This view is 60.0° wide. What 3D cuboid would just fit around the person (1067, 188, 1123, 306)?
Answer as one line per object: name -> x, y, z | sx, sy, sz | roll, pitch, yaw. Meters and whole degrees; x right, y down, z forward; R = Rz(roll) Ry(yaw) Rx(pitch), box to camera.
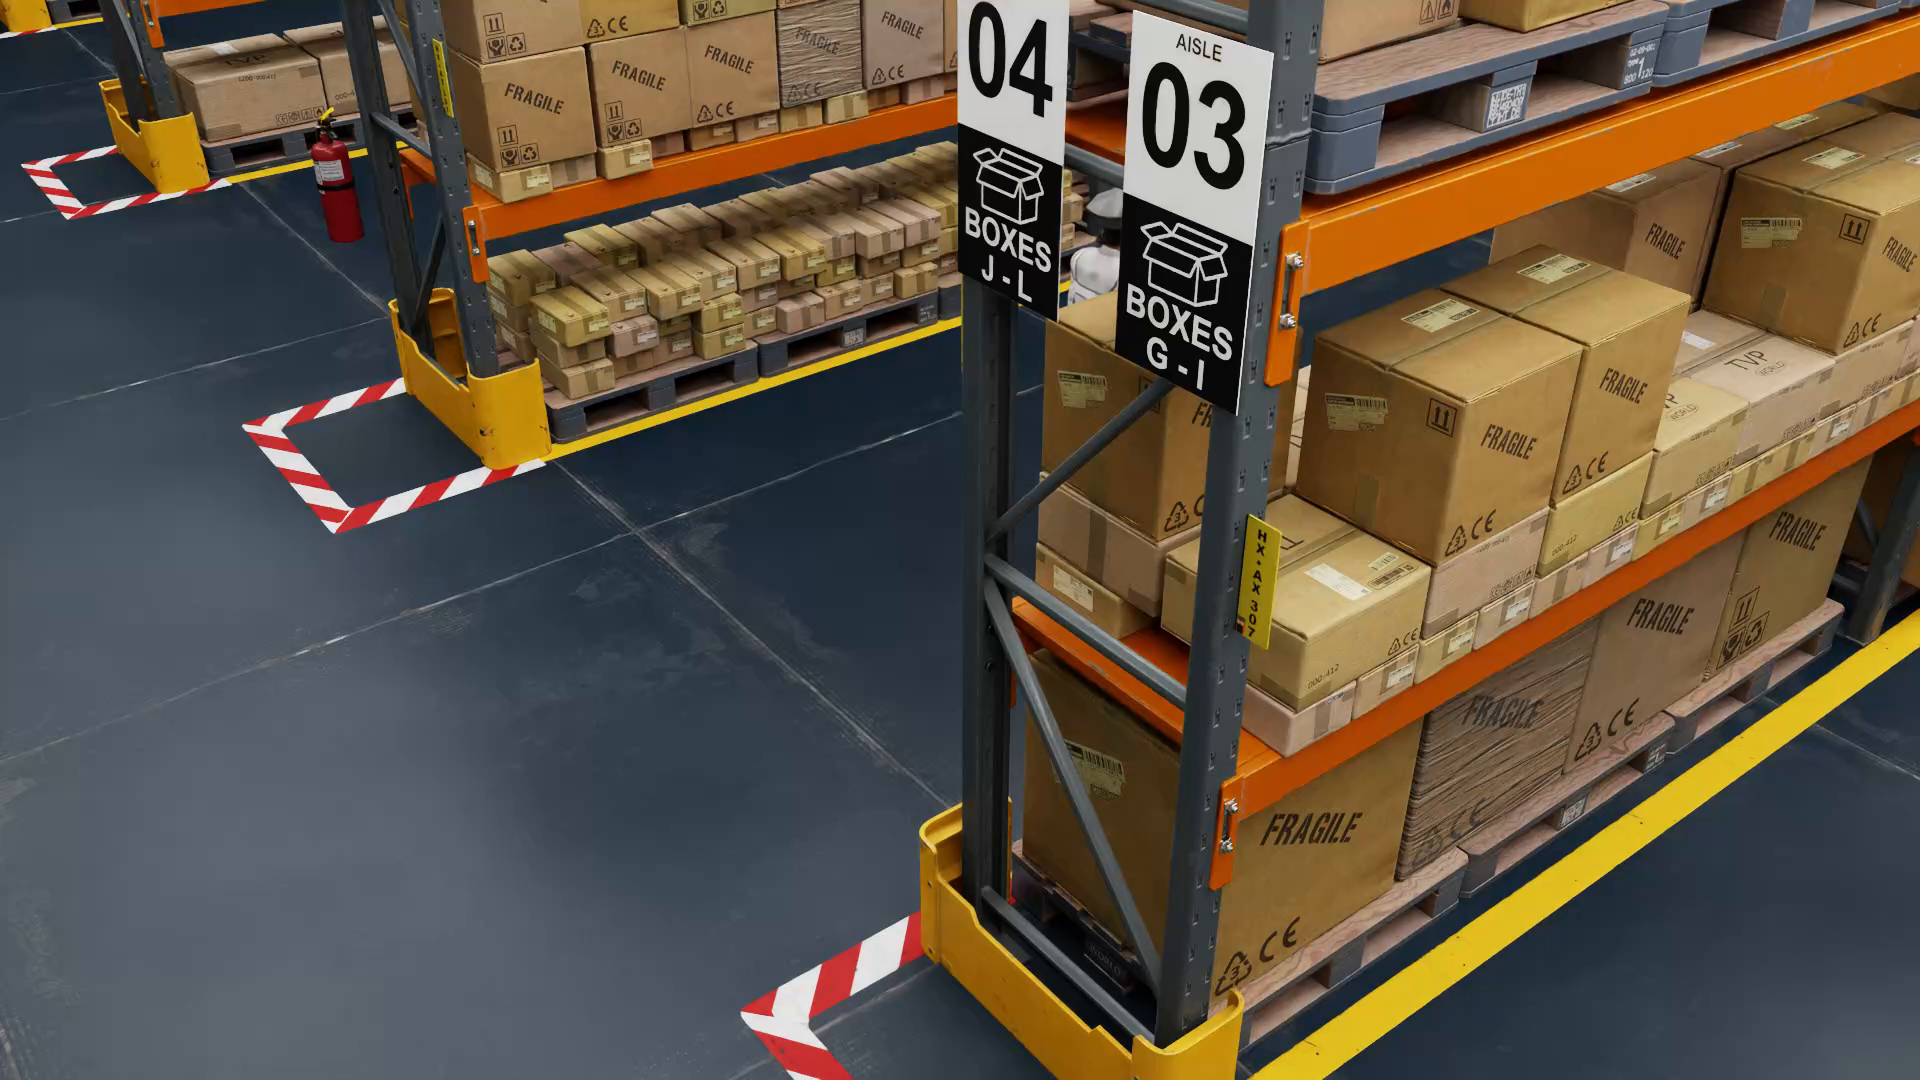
person -> 0.659, -0.705, 7.235 | 0.360, 1.677, 0.506 | -24, 39, -32
